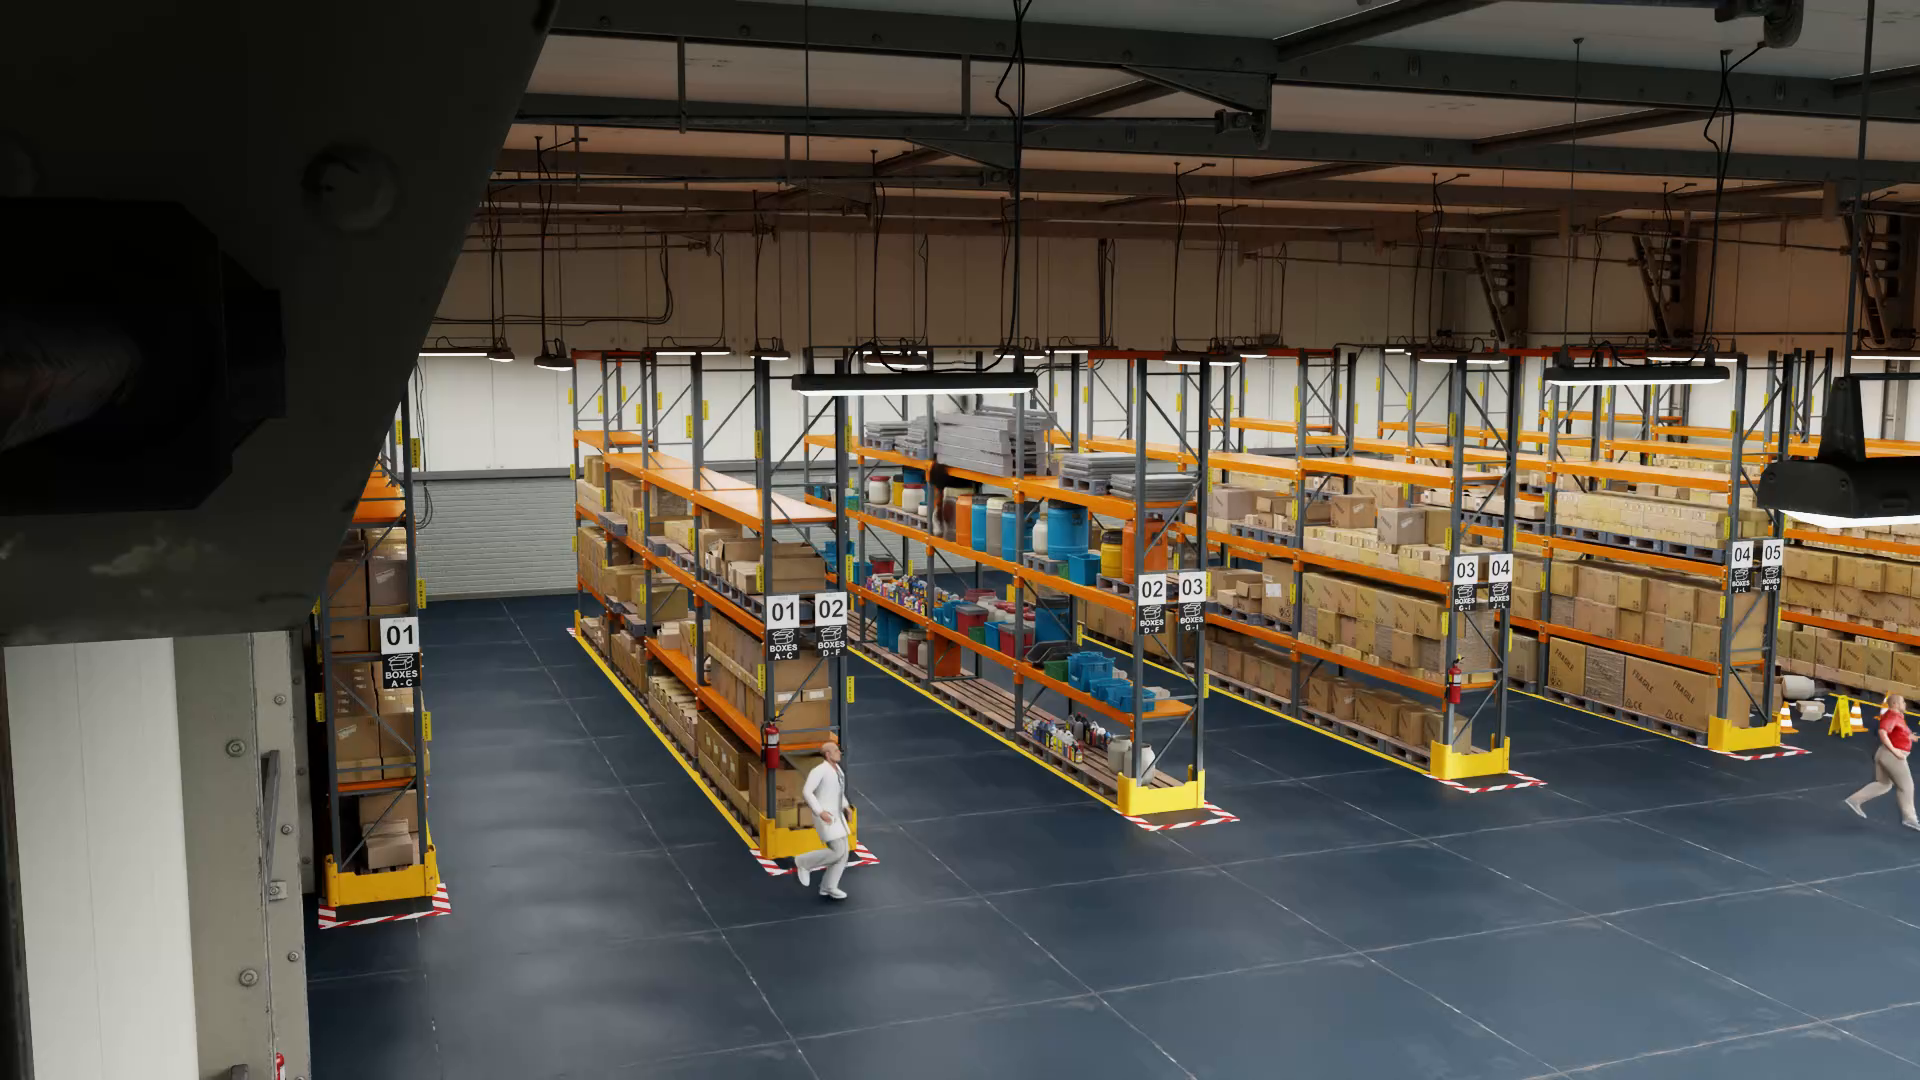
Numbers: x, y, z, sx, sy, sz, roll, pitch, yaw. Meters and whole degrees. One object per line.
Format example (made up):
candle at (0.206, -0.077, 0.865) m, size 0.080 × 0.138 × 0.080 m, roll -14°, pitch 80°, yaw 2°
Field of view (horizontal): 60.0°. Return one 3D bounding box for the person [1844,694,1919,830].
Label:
person at (11.925, 2.831, 21.318) m, size 0.976 × 1.746 × 0.662 m, roll 2°, pitch 7°, yaw 12°

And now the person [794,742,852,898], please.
person at (-1.493, 3.145, 18.905) m, size 0.655 × 1.701 × 0.761 m, roll 3°, pitch 8°, yaw 20°
